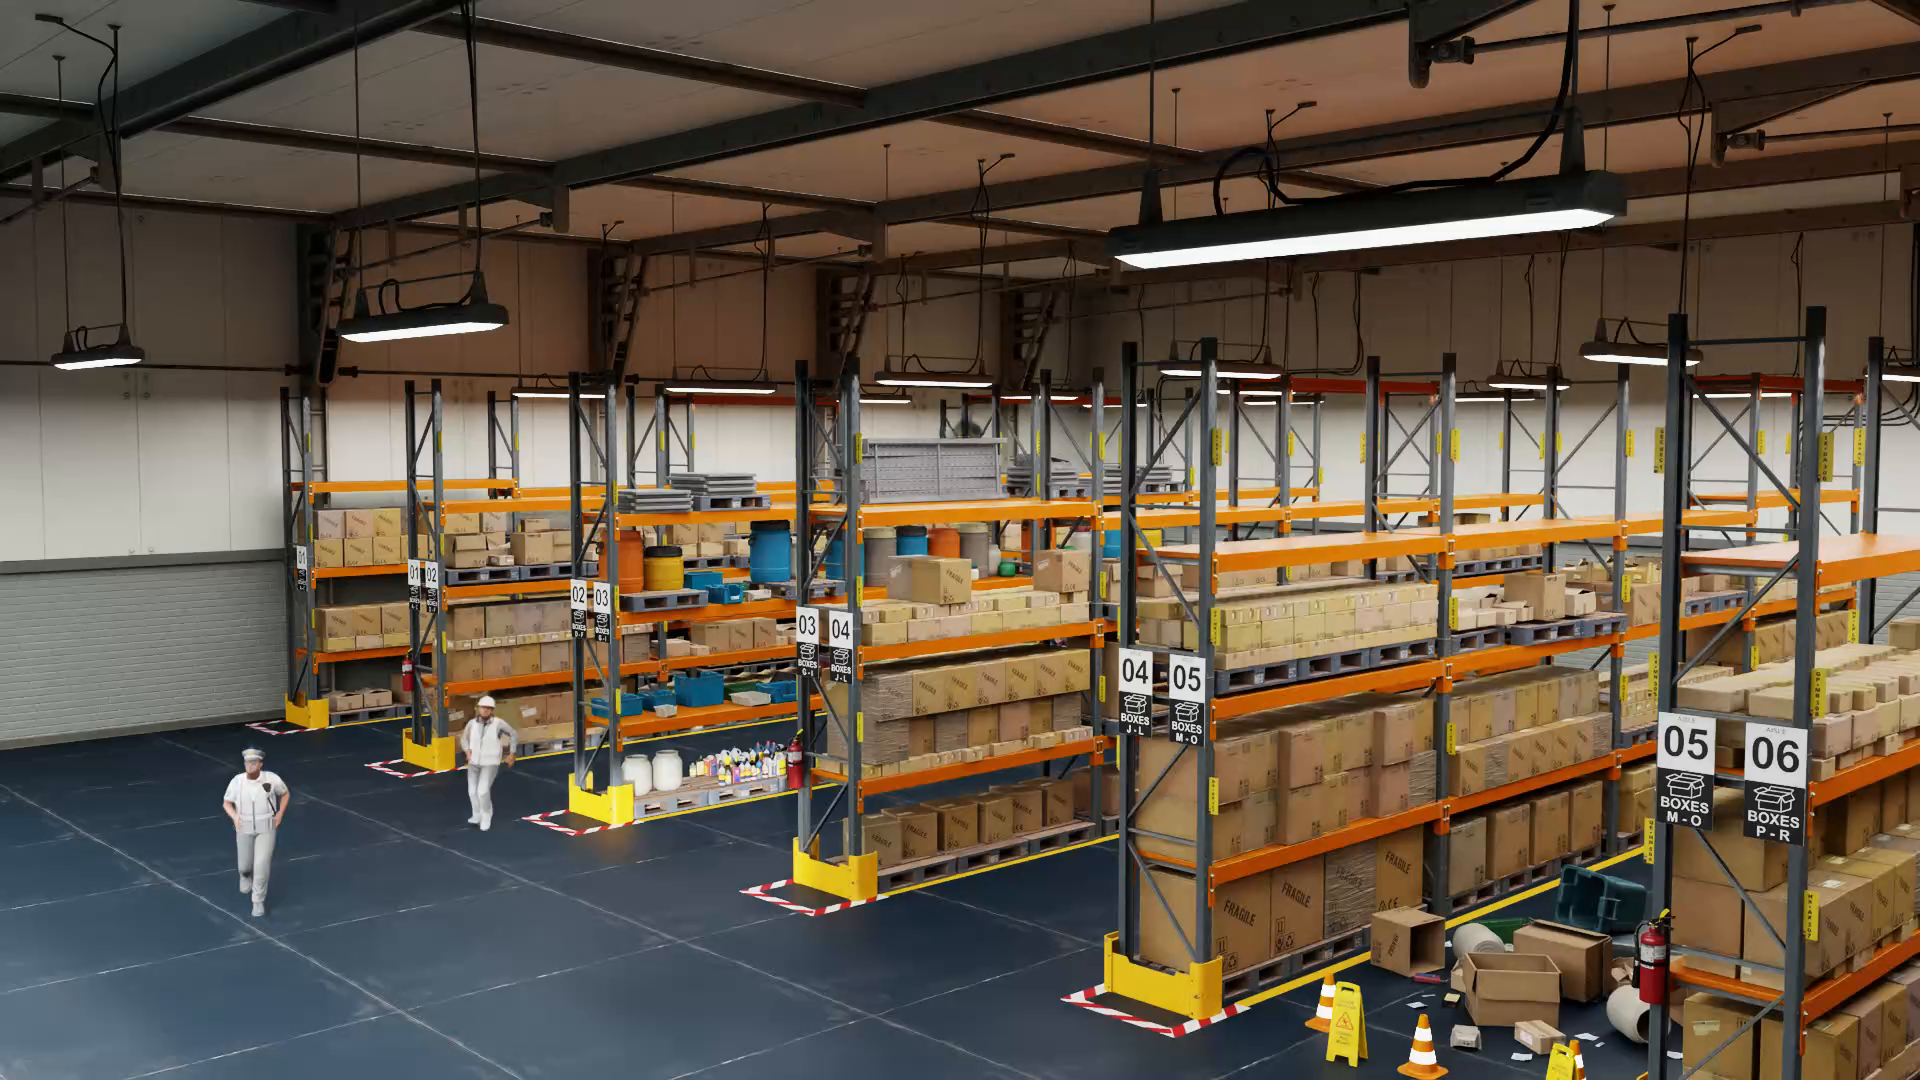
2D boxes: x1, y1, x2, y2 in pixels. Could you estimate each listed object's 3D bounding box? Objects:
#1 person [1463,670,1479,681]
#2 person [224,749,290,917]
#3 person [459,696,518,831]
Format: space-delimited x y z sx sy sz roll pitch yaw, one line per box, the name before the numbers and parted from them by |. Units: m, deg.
person | 7.767 2.733 25.188 0.837 1.684 0.641 -3 5 -41
person | -7.669 3.138 18.154 0.670 1.785 0.834 -1 4 -17
person | -6.175 2.915 21.705 0.706 1.775 0.676 0 4 4
